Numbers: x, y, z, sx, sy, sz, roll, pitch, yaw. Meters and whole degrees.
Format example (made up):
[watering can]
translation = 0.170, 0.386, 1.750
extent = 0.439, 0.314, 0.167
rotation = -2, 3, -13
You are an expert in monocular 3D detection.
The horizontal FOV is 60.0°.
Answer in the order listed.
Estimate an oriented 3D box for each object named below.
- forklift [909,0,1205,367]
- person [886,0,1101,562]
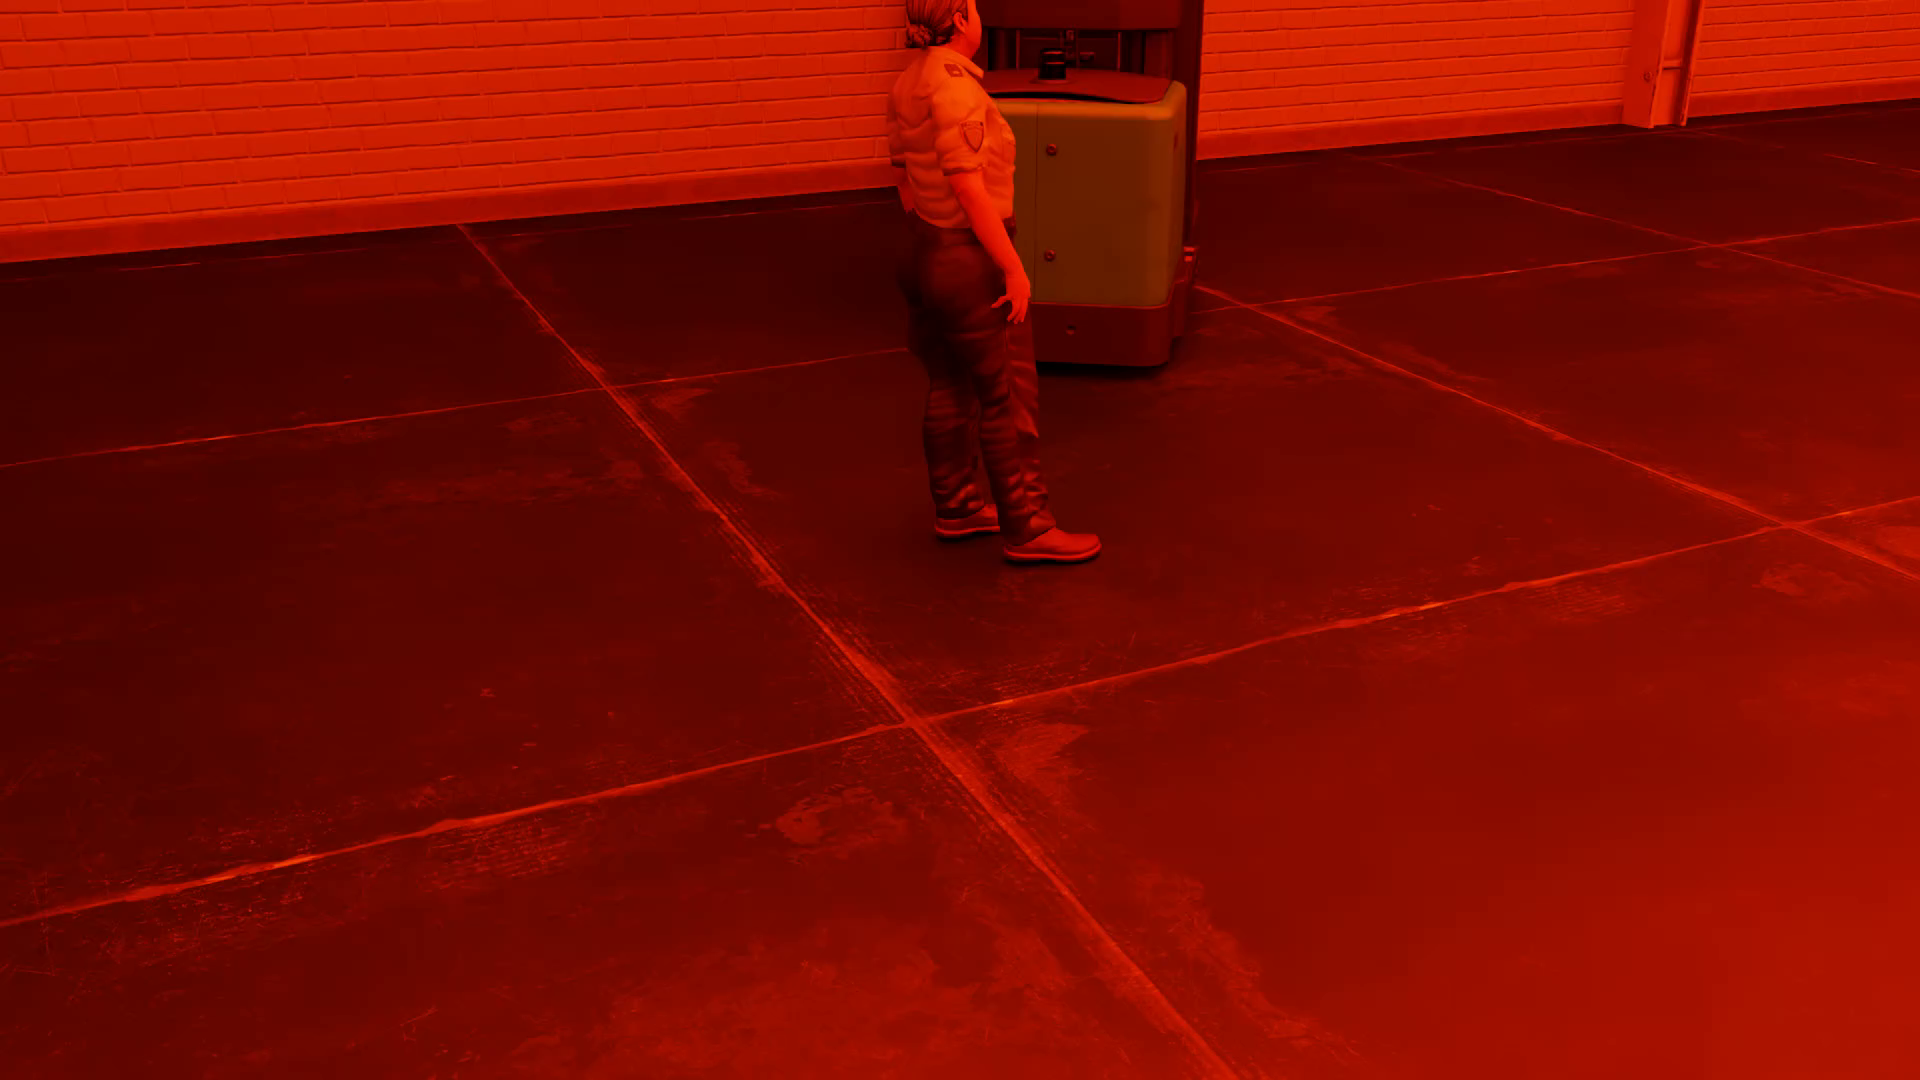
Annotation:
[forklift]
translation = 0.572, -2.571, 7.475
extent = 1.130, 2.935, 3.031
rotation = 4, 23, 10
[person]
translation = 0.091, -0.774, 4.804
extent = 0.502, 1.651, 0.598
rotation = -10, 25, -23
